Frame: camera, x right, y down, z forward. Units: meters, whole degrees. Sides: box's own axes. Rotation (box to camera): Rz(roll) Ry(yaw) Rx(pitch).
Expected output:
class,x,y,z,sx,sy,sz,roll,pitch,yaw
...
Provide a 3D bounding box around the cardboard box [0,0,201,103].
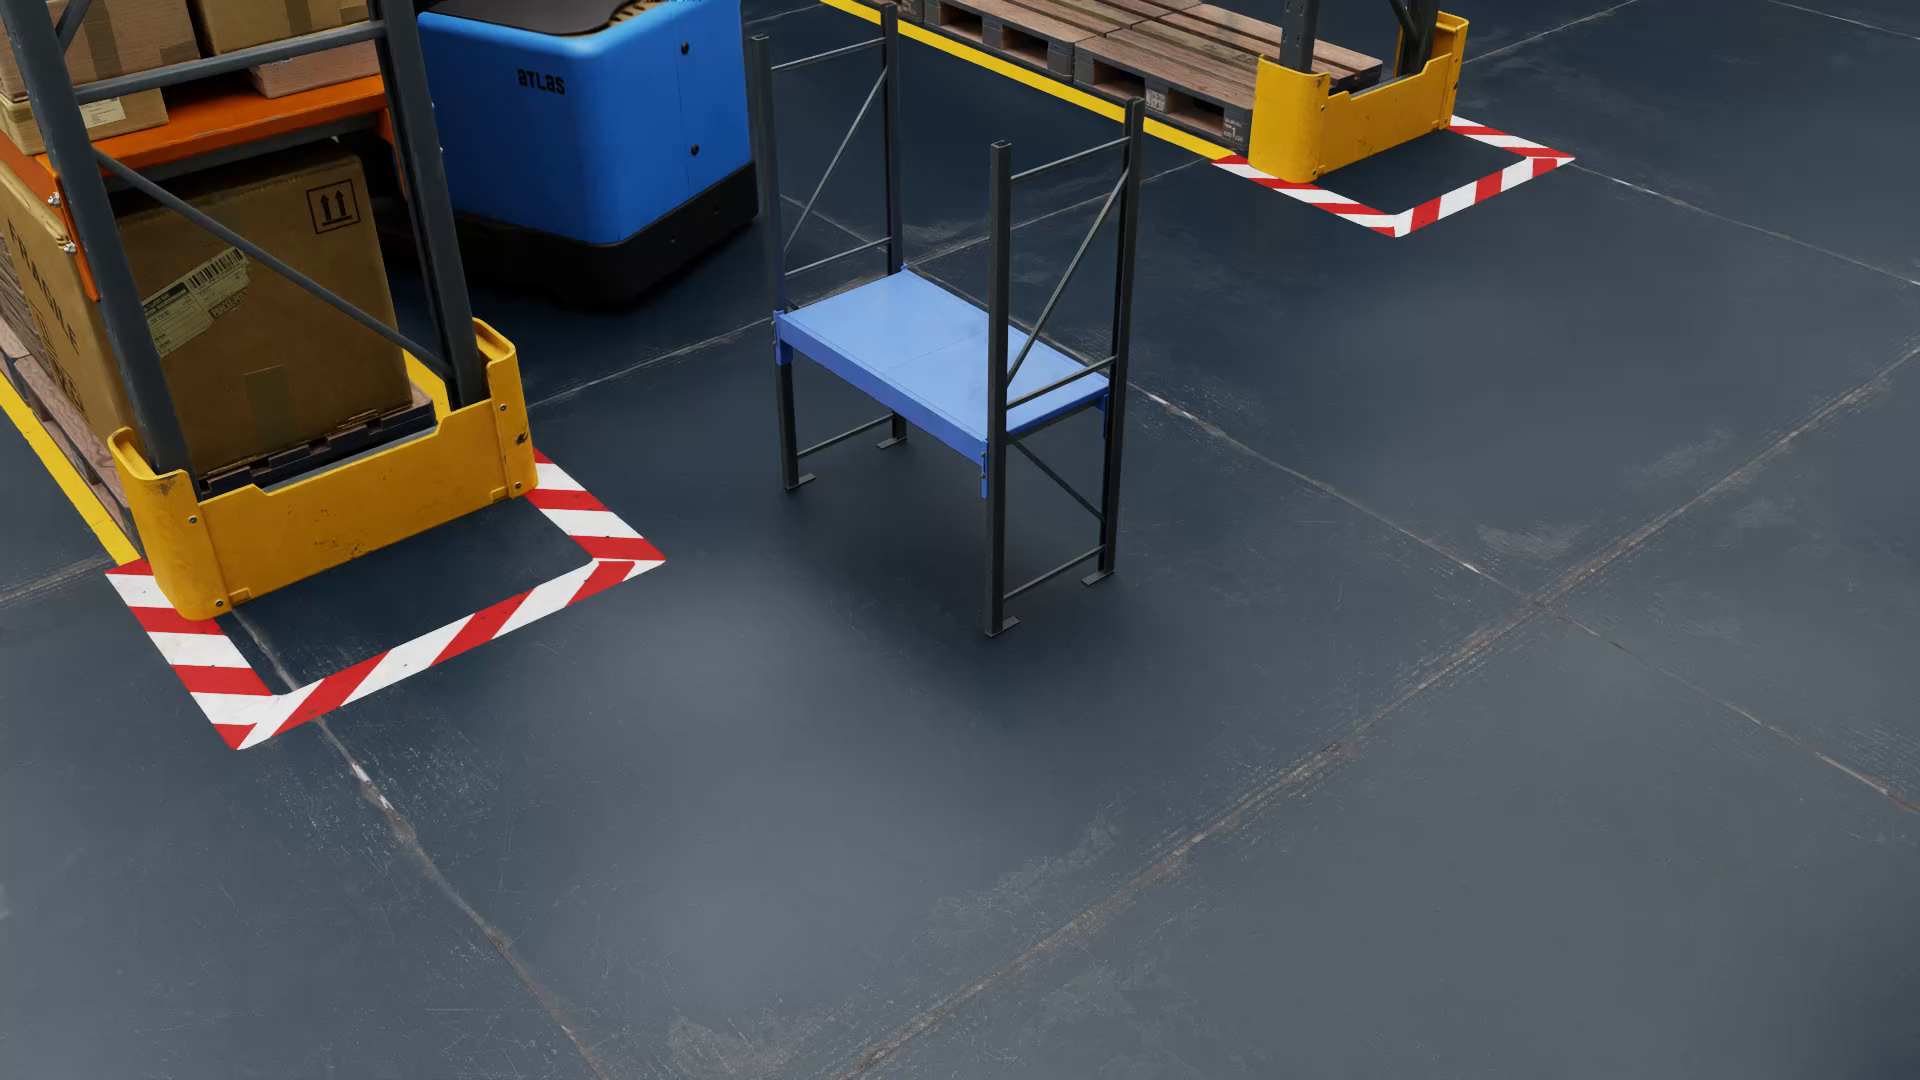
class,x,y,z,sx,sy,sz,roll,pitch,yaw
cardboard box,-2.460,-1.448,4.572,0.500,0.250,0.500,-27,43,-32

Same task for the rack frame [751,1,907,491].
class,x,y,z,sx,sy,sz,roll,pitch,yaw
rack frame,-0.383,-0.874,5.187,0.500,1.500,0.032,-26,43,-32

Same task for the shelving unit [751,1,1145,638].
class,x,y,z,sx,sy,sz,roll,pitch,yaw
shelving unit,-0.055,-0.650,4.870,0.538,1.500,1.048,-26,43,-32

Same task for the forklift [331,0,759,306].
class,x,y,z,sx,sy,sz,roll,pitch,yaw
forklift,-2.405,-2.705,6.534,3.031,2.935,1.130,17,39,22

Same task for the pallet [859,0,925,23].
class,x,y,z,sx,sy,sz,roll,pitch,yaw
pallet,-0.238,-3.438,9.922,1.003,0.211,1.213,-26,43,-32

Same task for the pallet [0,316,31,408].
class,x,y,z,sx,sy,sz,roll,pitch,yaw
pallet,-3.303,-0.997,6.475,1.003,0.211,1.213,-26,43,-32

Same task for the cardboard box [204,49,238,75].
class,x,y,z,sx,sy,sz,roll,pitch,yaw
cardboard box,-2.088,-1.563,5.079,0.380,0.149,0.250,-27,43,-32

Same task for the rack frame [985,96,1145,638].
class,x,y,z,sx,sy,sz,roll,pitch,yaw
rack frame,0.273,-0.425,4.553,0.500,1.500,0.032,-26,43,-32

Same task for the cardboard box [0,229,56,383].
class,x,y,z,sx,sy,sz,roll,pitch,yaw
cardboard box,-3.006,-1.232,5.869,0.875,0.875,0.875,-26,43,-32

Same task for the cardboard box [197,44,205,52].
class,x,y,z,sx,sy,sz,roll,pitch,yaw
cardboard box,-2.253,-1.676,5.238,0.380,0.149,0.250,-27,43,-33

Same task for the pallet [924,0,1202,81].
class,x,y,z,sx,sy,sz,roll,pitch,yaw
pallet,0.554,-2.899,9.161,1.003,0.211,1.213,-26,43,-32

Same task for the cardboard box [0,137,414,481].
class,x,y,z,sx,sy,sz,roll,pitch,yaw
cardboard box,-2.418,-0.830,5.302,0.875,0.875,0.875,-26,43,-32

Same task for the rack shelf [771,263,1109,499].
class,x,y,z,sx,sy,sz,roll,pitch,yaw
rack shelf,-0.055,-0.503,4.974,0.538,0.185,1.000,-26,43,-32

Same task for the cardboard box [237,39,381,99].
class,x,y,z,sx,sy,sz,roll,pitch,yaw
cardboard box,-1.921,-1.450,4.920,0.380,0.149,0.250,-25,43,-31

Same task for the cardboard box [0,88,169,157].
class,x,y,z,sx,sy,sz,roll,pitch,yaw
cardboard box,-2.426,-1.205,4.573,0.380,0.149,0.250,-25,42,-31

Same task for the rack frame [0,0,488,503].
class,x,y,z,sx,sy,sz,roll,pitch,yaw
rack frame,-1.944,-1.273,4.452,1.000,3.000,0.127,-26,43,-32

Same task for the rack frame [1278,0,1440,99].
class,x,y,z,sx,sy,sz,roll,pitch,yaw
rack frame,1.839,-3.120,7.060,1.000,3.000,0.127,-26,43,-32

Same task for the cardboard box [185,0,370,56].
class,x,y,z,sx,sy,sz,roll,pitch,yaw
cardboard box,-2.048,-1.646,4.851,0.500,0.250,0.500,-27,43,-33

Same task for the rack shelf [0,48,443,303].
class,x,y,z,sx,sy,sz,roll,pitch,yaw
rack shelf,-3.235,-1.862,5.907,1.077,0.370,4.000,-26,43,-32

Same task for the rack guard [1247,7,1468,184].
class,x,y,z,sx,sy,sz,roll,pitch,yaw
rack guard,1.865,-2.094,7.775,1.175,0.500,0.348,-26,43,-32

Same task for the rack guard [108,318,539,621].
class,x,y,z,sx,sy,sz,roll,pitch,yaw
rack guard,-1.929,-0.242,5.160,1.175,0.500,0.348,-26,43,-32

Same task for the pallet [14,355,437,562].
class,x,y,z,sx,sy,sz,roll,pitch,yaw
pallet,-2.520,-0.459,5.715,1.003,0.211,1.213,-26,43,-32

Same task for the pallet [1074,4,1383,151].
class,x,y,z,sx,sy,sz,roll,pitch,yaw
pallet,1.337,-2.361,8.401,1.003,0.211,1.213,-26,43,-32
